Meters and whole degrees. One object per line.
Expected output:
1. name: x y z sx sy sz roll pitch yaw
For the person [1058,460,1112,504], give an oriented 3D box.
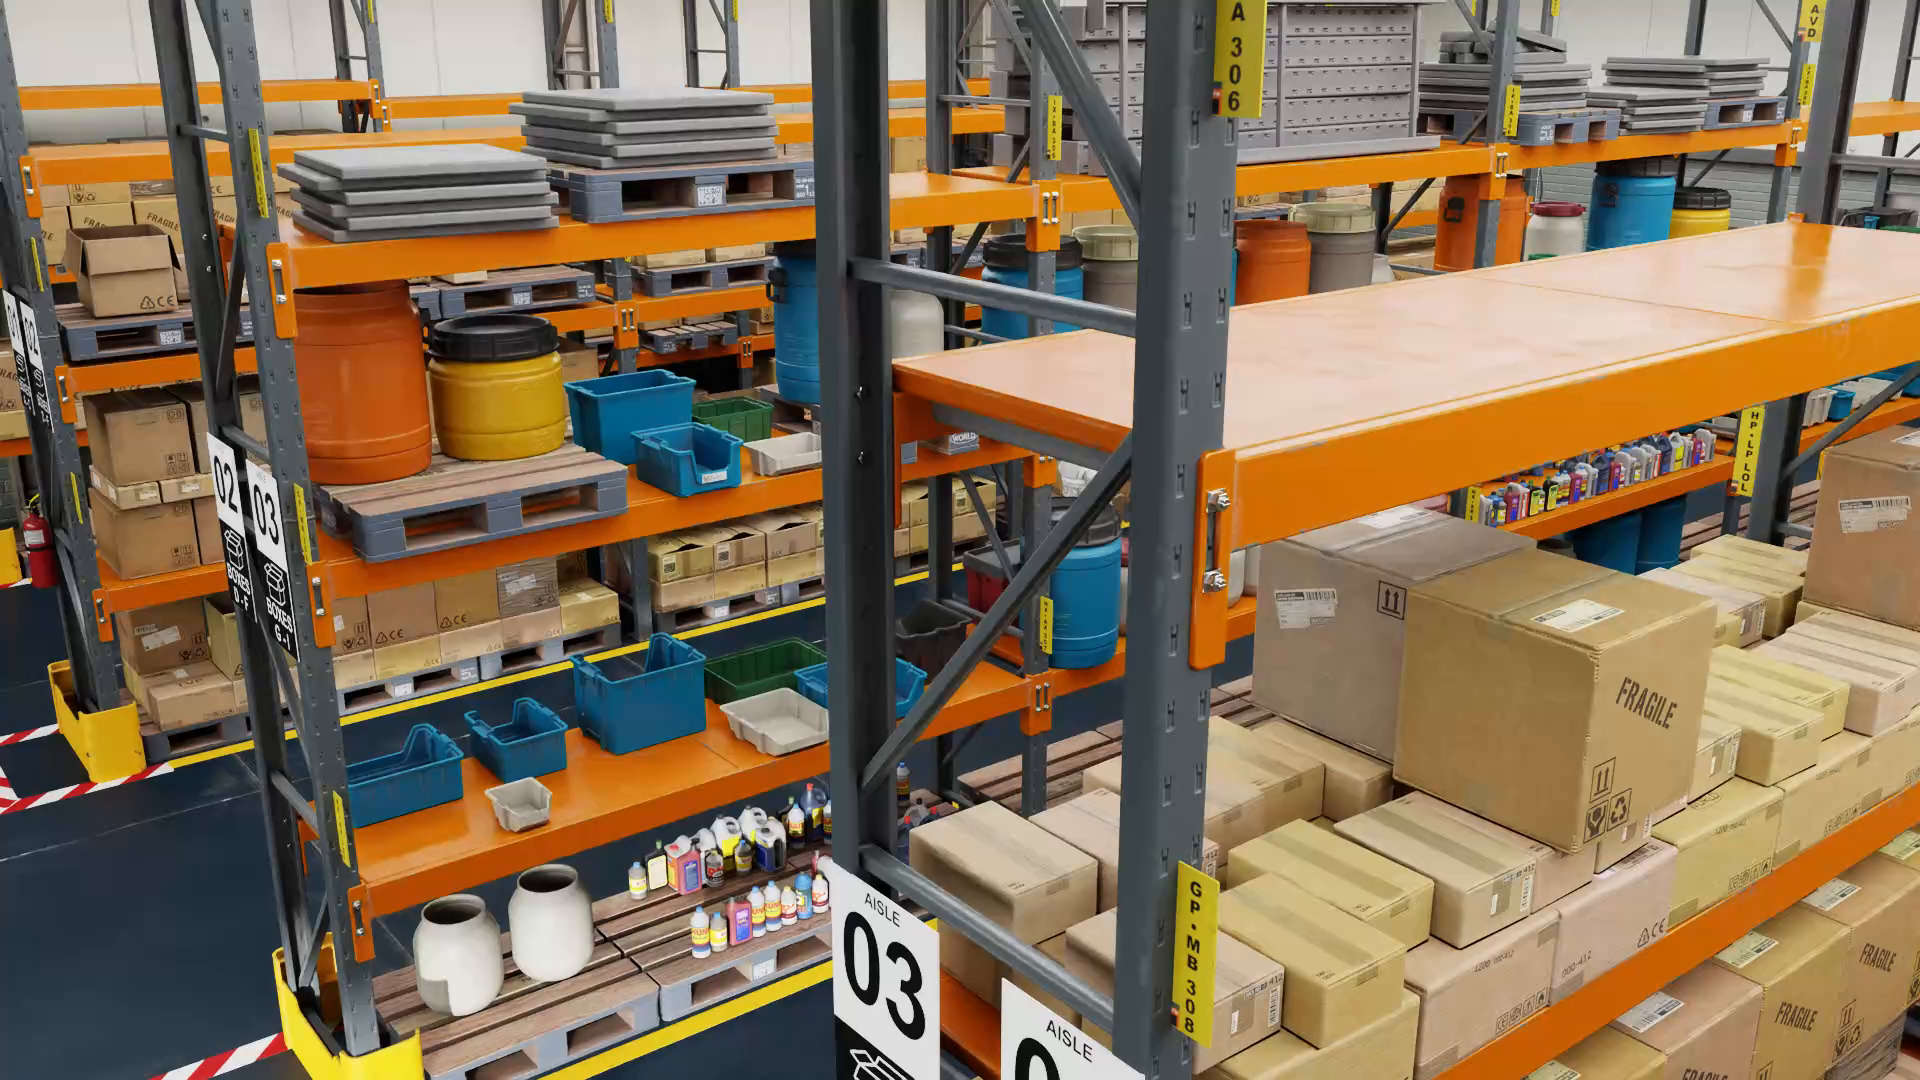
1. person: 1.061 -0.147 14.071 0.528 1.682 0.417 -14 23 -37
